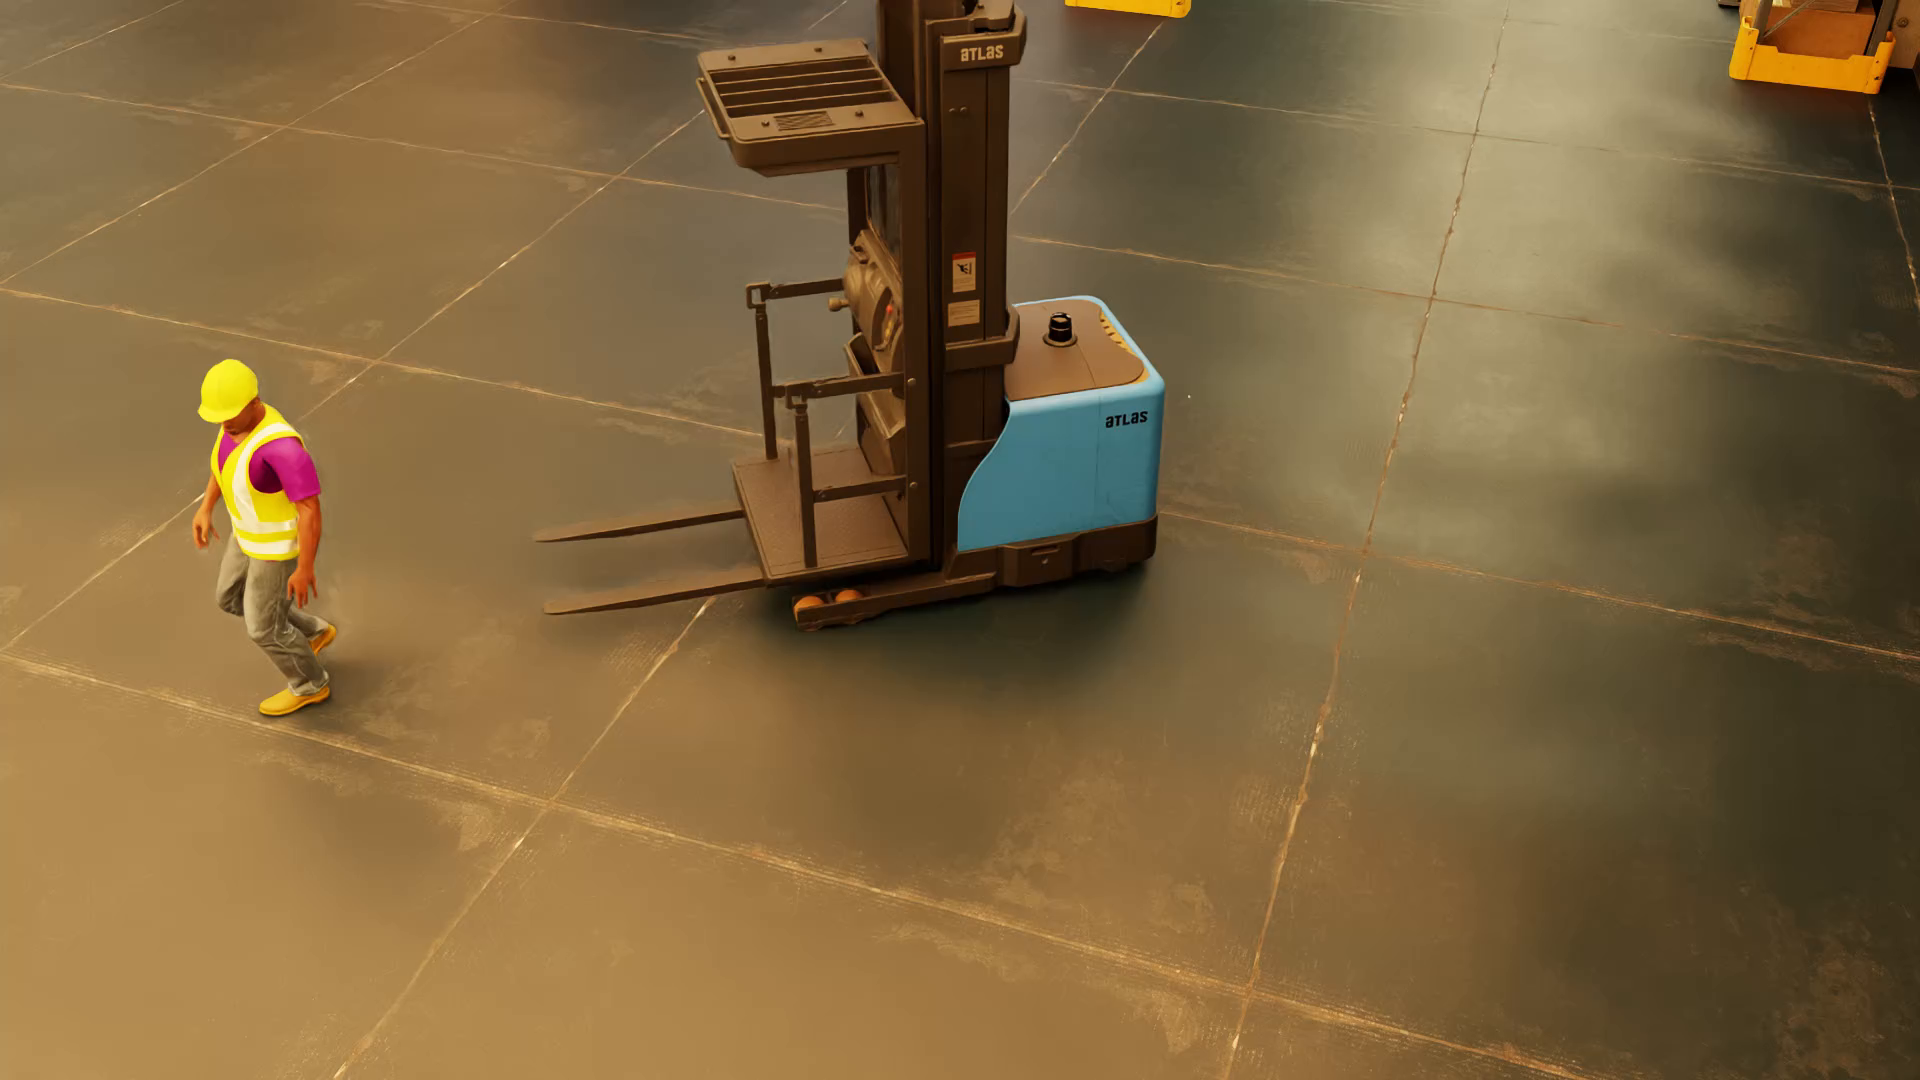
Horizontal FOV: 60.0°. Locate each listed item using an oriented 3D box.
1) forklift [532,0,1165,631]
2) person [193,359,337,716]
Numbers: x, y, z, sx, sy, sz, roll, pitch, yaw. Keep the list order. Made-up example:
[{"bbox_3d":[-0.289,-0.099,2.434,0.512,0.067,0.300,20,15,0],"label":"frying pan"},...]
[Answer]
[{"bbox_3d":[-0.586,-1.097,7.658,3.031,2.935,1.130,-9,36,-13],"label":"forklift"},{"bbox_3d":[-2.971,0.021,7.122,0.490,1.731,0.816,-20,40,-26],"label":"person"}]
